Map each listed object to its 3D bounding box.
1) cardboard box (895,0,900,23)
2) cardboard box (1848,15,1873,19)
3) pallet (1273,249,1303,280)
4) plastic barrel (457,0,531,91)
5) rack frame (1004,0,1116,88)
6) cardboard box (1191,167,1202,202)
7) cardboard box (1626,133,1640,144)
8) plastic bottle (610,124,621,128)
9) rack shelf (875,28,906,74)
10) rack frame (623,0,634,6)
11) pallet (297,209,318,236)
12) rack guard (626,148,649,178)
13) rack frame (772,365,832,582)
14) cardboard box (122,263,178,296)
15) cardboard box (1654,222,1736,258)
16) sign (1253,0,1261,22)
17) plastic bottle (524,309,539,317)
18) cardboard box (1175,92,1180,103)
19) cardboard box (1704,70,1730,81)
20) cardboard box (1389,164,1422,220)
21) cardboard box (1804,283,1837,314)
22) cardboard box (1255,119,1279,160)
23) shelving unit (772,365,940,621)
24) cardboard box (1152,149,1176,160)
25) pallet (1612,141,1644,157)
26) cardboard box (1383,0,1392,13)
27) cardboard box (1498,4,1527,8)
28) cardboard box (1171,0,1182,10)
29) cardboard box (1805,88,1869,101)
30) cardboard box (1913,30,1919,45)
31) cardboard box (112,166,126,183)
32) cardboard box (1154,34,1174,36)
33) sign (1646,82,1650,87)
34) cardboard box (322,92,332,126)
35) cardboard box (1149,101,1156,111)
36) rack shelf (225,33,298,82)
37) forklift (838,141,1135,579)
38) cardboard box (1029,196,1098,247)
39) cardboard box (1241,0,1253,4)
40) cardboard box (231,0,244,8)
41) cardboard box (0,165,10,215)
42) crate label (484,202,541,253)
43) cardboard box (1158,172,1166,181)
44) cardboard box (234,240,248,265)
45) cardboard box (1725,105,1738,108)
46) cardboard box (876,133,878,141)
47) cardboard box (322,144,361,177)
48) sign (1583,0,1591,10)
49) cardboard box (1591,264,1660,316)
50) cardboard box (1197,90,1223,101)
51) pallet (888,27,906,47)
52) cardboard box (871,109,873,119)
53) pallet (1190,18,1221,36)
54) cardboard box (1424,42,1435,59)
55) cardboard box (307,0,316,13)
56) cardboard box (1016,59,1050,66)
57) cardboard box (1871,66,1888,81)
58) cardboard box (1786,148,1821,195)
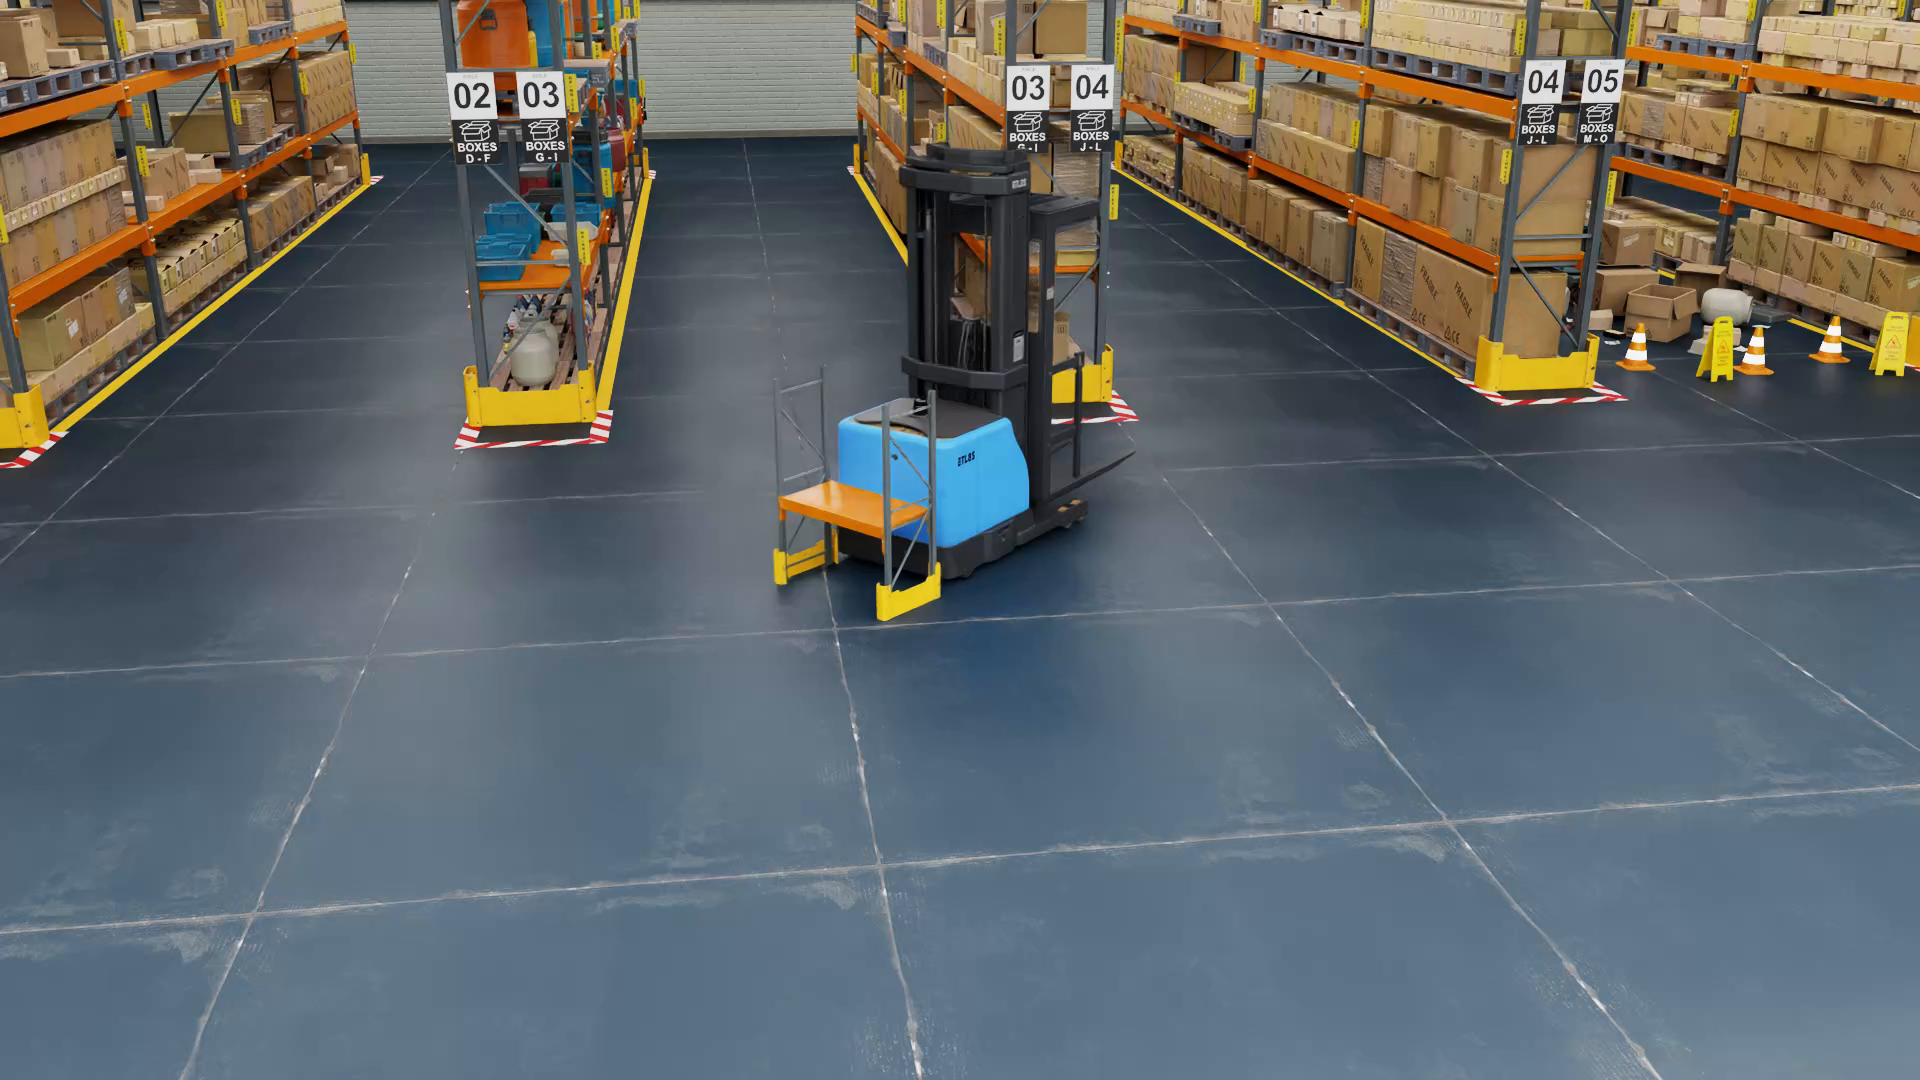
[{"bbox_3d":[-0.555,-7.901,24.549,0.797,0.503,0.637,-3,21,-8],"label":"cardboard box"},{"bbox_3d":[14.091,-7.970,25.697,0.500,0.250,0.500,-3,21,-8],"label":"cardboard box"},{"bbox_3d":[4.895,-3.755,22.469,1.003,0.211,1.213,-3,21,-8],"label":"pallet"},{"bbox_3d":[-4.183,-4.490,14.949,0.600,0.830,0.708,-3,21,-8],"label":"plastic barrel"},{"bbox_3d":[0.914,-5.585,14.809,1.000,3.000,0.127,-3,21,-8],"label":"rack frame"},{"bbox_3d":[4.029,-5.718,26.711,0.500,0.500,0.500,-2,21,-5],"label":"cardboard box"},{"bbox_3d":[9.562,-5.629,23.259,0.380,0.149,0.250,-2,21,-5],"label":"cardboard box"},{"bbox_3d":[-5.196,-6.154,25.083,0.152,0.276,0.135,-3,21,-8],"label":"plastic bottle"},{"bbox_3d":[-0.528,-7.305,24.729,1.077,0.370,4.000,-3,21,-8],"label":"rack shelf"},{"bbox_3d":[-6.294,-10.875,28.972,1.000,3.000,0.127,-3,21,-8],"label":"rack frame"},{"bbox_3d":[-10.465,-4.845,25.387,1.003,0.211,1.213,-3,21,-8],"label":"pallet"},{"bbox_3d":[-6.310,-6.901,30.479,1.175,0.500,0.348,-3,21,-8],"label":"rack guard"},{"bbox_3d":[-1.113,-0.464,11.815,0.032,1.500,0.500,16,26,37],"label":"rack frame"},{"bbox_3d":[-9.279,-2.988,18.958,0.500,0.311,0.500,-3,21,-8],"label":"cardboard box"},{"bbox_3d":[9.958,-4.055,22.443,0.950,0.372,0.625,-2,21,-4],"label":"cardboard box"},{"bbox_3d":[4.146,-7.381,23.164,0.100,0.325,0.005,-3,21,-8],"label":"sign"},{"bbox_3d":[-4.627,-2.343,17.967,0.152,0.276,0.135,-3,21,-8],"label":"plastic bottle"},{"bbox_3d":[3.708,-7.204,27.050,0.380,0.149,0.250,-3,21,-7],"label":"cardboard box"},{"bbox_3d":[13.950,-8.630,30.254,0.500,0.500,0.500,-3,21,-9],"label":"cardboard box"},{"bbox_3d":[5.388,-3.936,18.753,0.875,0.550,0.550,-3,21,-8],"label":"cardboard box"},{"bbox_3d":[10.190,-2.810,19.283,0.500,0.250,0.500,-4,21,-10],"label":"cardboard box"},{"bbox_3d":[4.481,-5.638,23.380,0.500,0.500,0.500,-3,21,-7],"label":"cardboard box"},{"bbox_3d":[-0.732,-0.351,11.514,1.083,1.500,0.587,16,26,37],"label":"shelving unit"},{"bbox_3d":[3.588,-6.750,29.125,0.380,0.149,0.250,-4,21,-10],"label":"cardboard box"},{"bbox_3d":[9.775,-5.713,24.000,1.213,0.211,1.003,-3,21,-8],"label":"pallet"},{"bbox_3d":[5.014,-6.048,18.811,0.380,0.149,0.250,-3,21,-8],"label":"cardboard box"},{"bbox_3d":[5.884,-5.555,17.491,0.380,0.149,0.250,-3,21,-7],"label":"cardboard box"},{"bbox_3d":[3.788,-8.861,27.366,0.500,0.250,0.500,-4,21,-10],"label":"cardboard box"},{"bbox_3d":[14.060,-7.097,26.683,0.797,0.503,0.637,-3,21,-9],"label":"cardboard box"},{"bbox_3d":[10.340,-5.307,17.570,0.380,0.149,0.250,-3,21,-7],"label":"cardboard box"},{"bbox_3d":[-9.215,-3.929,17.878,0.380,0.149,0.250,-3,21,-8],"label":"cardboard box"},{"bbox_3d":[3.842,-9.038,30.631,0.500,0.500,0.500,-3,21,-9],"label":"cardboard box"},{"bbox_3d":[10.103,-6.580,24.506,0.100,0.325,0.005,-3,21,-8],"label":"sign"},{"bbox_3d":[-10.570,-7.019,27.078,0.500,0.500,0.500,-3,21,-8],"label":"cardboard box"},{"bbox_3d":[3.537,-7.652,29.275,0.380,0.149,0.250,-3,21,-7],"label":"cardboard box"},{"bbox_3d":[-10.331,-6.807,23.395,1.077,0.370,4.000,-3,21,-8],"label":"rack shelf"},{"bbox_3d":[0.354,-1.553,12.685,1.130,2.935,3.031,14,24,32],"label":"forklift"},{"bbox_3d":[0.861,-3.153,16.302,0.875,0.500,0.500,-3,21,-8],"label":"cardboard box"},{"bbox_3d":[4.279,-7.874,23.988,0.396,0.266,0.258,-3,21,-8],"label":"cardboard box"},{"bbox_3d":[-10.425,-7.487,23.302,0.600,0.600,0.600,-4,21,-10],"label":"cardboard box"},{"bbox_3d":[-8.952,-3.112,14.763,0.700,0.500,0.500,-3,21,-8],"label":"cardboard box"},{"bbox_3d":[-4.521,-3.165,16.853,0.502,0.435,0.616,-3,21,-8],"label":"crate label"},{"bbox_3d":[3.656,-6.307,28.790,0.380,0.149,0.250,-4,21,-10],"label":"cardboard box"},{"bbox_3d":[-9.726,-3.785,21.893,0.500,0.250,0.500,-2,21,-6],"label":"cardboard box"},{"bbox_3d":[10.287,-5.393,21.699,0.500,0.500,0.500,-3,21,-8],"label":"cardboard box"},{"bbox_3d":[-0.962,-6.675,28.738,0.875,0.875,0.875,-3,21,-8],"label":"cardboard box"},{"bbox_3d":[-10.874,-6.675,29.246,0.500,0.500,0.500,-3,21,-8],"label":"cardboard box"},{"bbox_3d":[9.017,-7.704,23.916,0.100,0.325,0.005,-3,21,-8],"label":"sign"},{"bbox_3d":[7.819,-2.973,19.762,0.797,0.637,0.503,-3,21,-8],"label":"cardboard box"},{"bbox_3d":[3.896,-6.895,25.799,0.380,0.149,0.250,-2,21,-6],"label":"cardboard box"},{"bbox_3d":[-0.385,-7.082,23.372,1.213,0.211,1.003,-2,21,-5],"label":"pallet"},{"bbox_3d":[-1.296,-7.168,27.980,0.380,0.149,0.250,-3,21,-7],"label":"cardboard box"},{"bbox_3d":[4.243,-7.884,25.519,1.213,0.211,1.003,-3,21,-8],"label":"pallet"},{"bbox_3d":[5.195,-5.236,17.777,0.380,0.149,0.250,-3,21,-7],"label":"cardboard box"},{"bbox_3d":[-10.578,-8.528,26.475,0.500,0.250,0.500,-3,21,-8],"label":"cardboard box"},{"bbox_3d":[0.643,-4.473,15.762,0.380,0.149,0.250,-4,21,-10],"label":"cardboard box"},{"bbox_3d":[10.235,-5.116,18.199,0.380,0.149,0.250,-3,21,-9],"label":"cardboard box"},{"bbox_3d":[10.086,-4.332,19.460,0.500,0.500,0.500,-3,21,-8],"label":"cardboard box"}]
